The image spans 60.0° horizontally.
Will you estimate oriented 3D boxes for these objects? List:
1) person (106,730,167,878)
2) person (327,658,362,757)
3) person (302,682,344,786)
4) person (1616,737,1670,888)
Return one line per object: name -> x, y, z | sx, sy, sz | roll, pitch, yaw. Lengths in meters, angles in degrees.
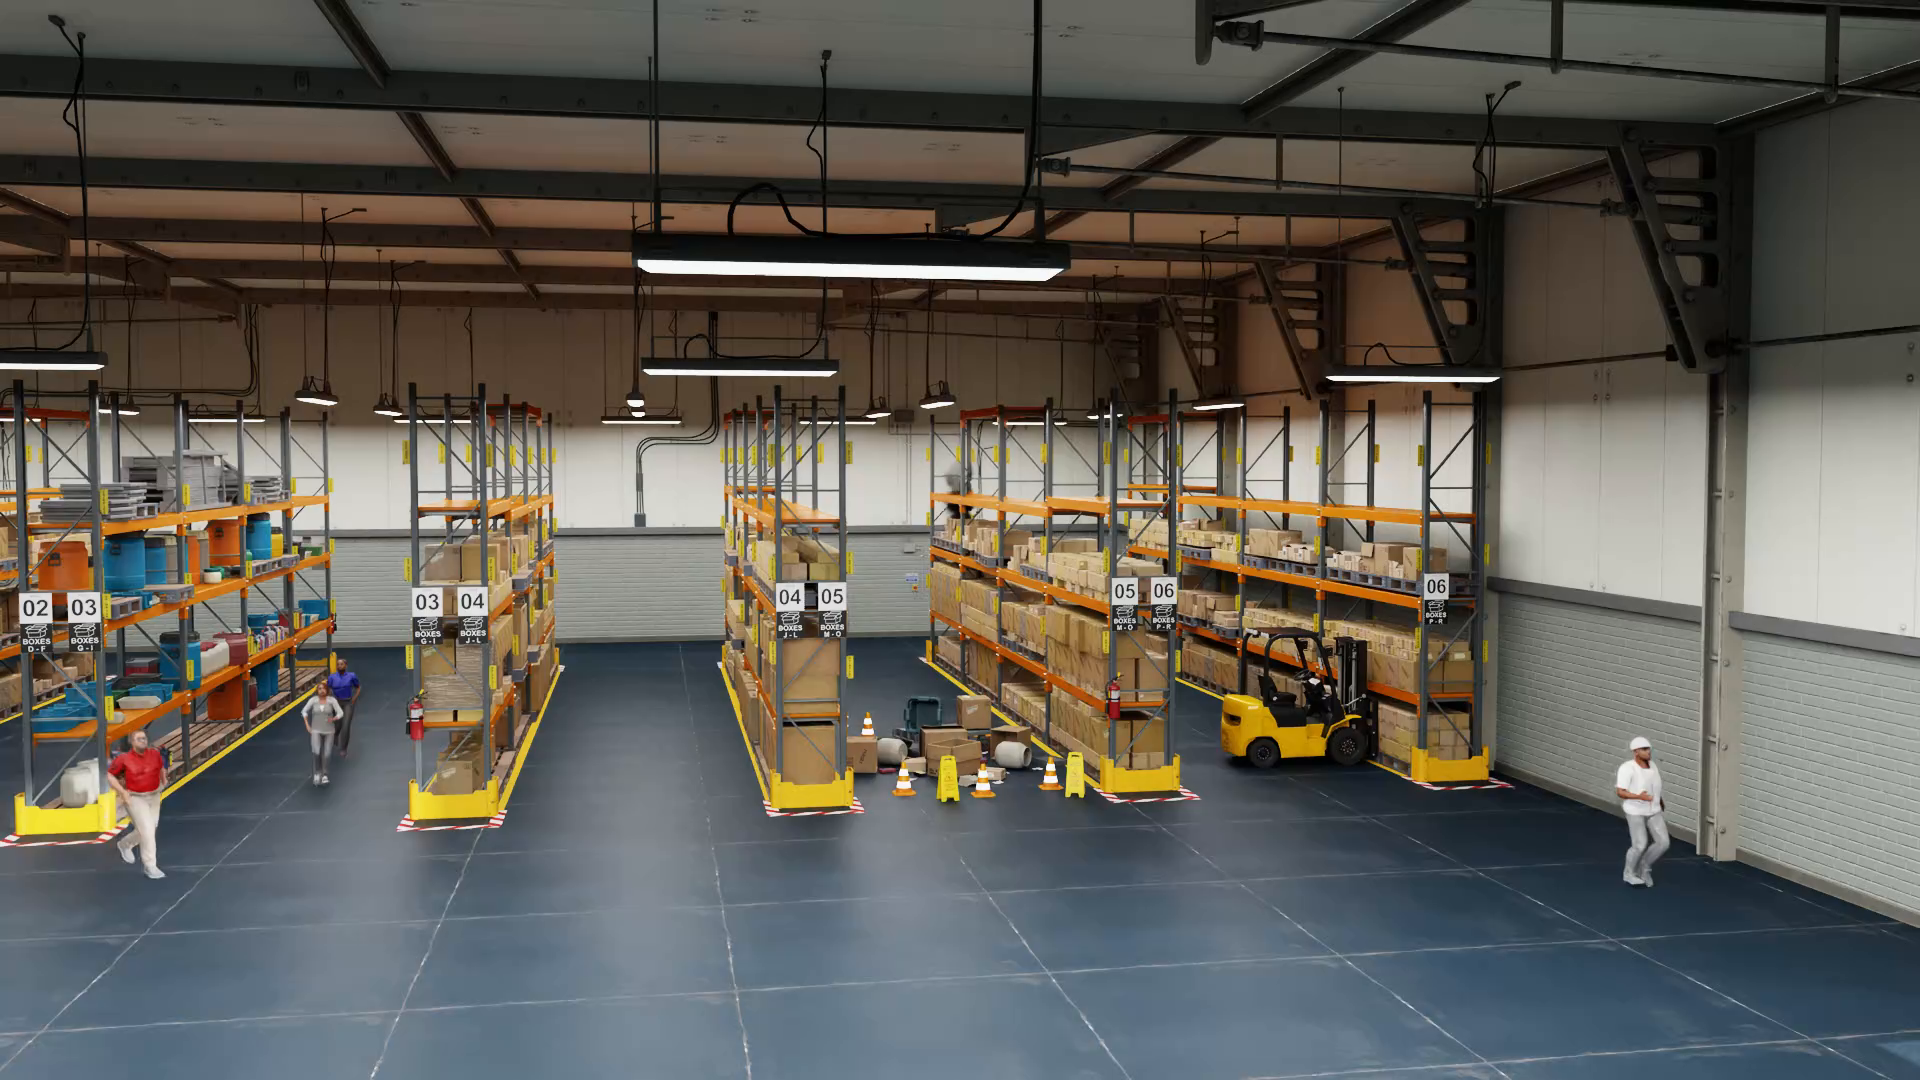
person -> -9.817, 3.141, 19.939 | 0.850, 1.738, 0.652 | 2, 3, 29
person -> -10.344, 2.795, 27.921 | 0.581, 1.628, 0.658 | -1, 3, -18
person -> -9.623, 2.928, 25.128 | 0.593, 1.577, 0.557 | -1, 3, -19
person -> 7.913, 3.155, 19.169 | 0.680, 1.754, 0.629 | -1, 3, -17
